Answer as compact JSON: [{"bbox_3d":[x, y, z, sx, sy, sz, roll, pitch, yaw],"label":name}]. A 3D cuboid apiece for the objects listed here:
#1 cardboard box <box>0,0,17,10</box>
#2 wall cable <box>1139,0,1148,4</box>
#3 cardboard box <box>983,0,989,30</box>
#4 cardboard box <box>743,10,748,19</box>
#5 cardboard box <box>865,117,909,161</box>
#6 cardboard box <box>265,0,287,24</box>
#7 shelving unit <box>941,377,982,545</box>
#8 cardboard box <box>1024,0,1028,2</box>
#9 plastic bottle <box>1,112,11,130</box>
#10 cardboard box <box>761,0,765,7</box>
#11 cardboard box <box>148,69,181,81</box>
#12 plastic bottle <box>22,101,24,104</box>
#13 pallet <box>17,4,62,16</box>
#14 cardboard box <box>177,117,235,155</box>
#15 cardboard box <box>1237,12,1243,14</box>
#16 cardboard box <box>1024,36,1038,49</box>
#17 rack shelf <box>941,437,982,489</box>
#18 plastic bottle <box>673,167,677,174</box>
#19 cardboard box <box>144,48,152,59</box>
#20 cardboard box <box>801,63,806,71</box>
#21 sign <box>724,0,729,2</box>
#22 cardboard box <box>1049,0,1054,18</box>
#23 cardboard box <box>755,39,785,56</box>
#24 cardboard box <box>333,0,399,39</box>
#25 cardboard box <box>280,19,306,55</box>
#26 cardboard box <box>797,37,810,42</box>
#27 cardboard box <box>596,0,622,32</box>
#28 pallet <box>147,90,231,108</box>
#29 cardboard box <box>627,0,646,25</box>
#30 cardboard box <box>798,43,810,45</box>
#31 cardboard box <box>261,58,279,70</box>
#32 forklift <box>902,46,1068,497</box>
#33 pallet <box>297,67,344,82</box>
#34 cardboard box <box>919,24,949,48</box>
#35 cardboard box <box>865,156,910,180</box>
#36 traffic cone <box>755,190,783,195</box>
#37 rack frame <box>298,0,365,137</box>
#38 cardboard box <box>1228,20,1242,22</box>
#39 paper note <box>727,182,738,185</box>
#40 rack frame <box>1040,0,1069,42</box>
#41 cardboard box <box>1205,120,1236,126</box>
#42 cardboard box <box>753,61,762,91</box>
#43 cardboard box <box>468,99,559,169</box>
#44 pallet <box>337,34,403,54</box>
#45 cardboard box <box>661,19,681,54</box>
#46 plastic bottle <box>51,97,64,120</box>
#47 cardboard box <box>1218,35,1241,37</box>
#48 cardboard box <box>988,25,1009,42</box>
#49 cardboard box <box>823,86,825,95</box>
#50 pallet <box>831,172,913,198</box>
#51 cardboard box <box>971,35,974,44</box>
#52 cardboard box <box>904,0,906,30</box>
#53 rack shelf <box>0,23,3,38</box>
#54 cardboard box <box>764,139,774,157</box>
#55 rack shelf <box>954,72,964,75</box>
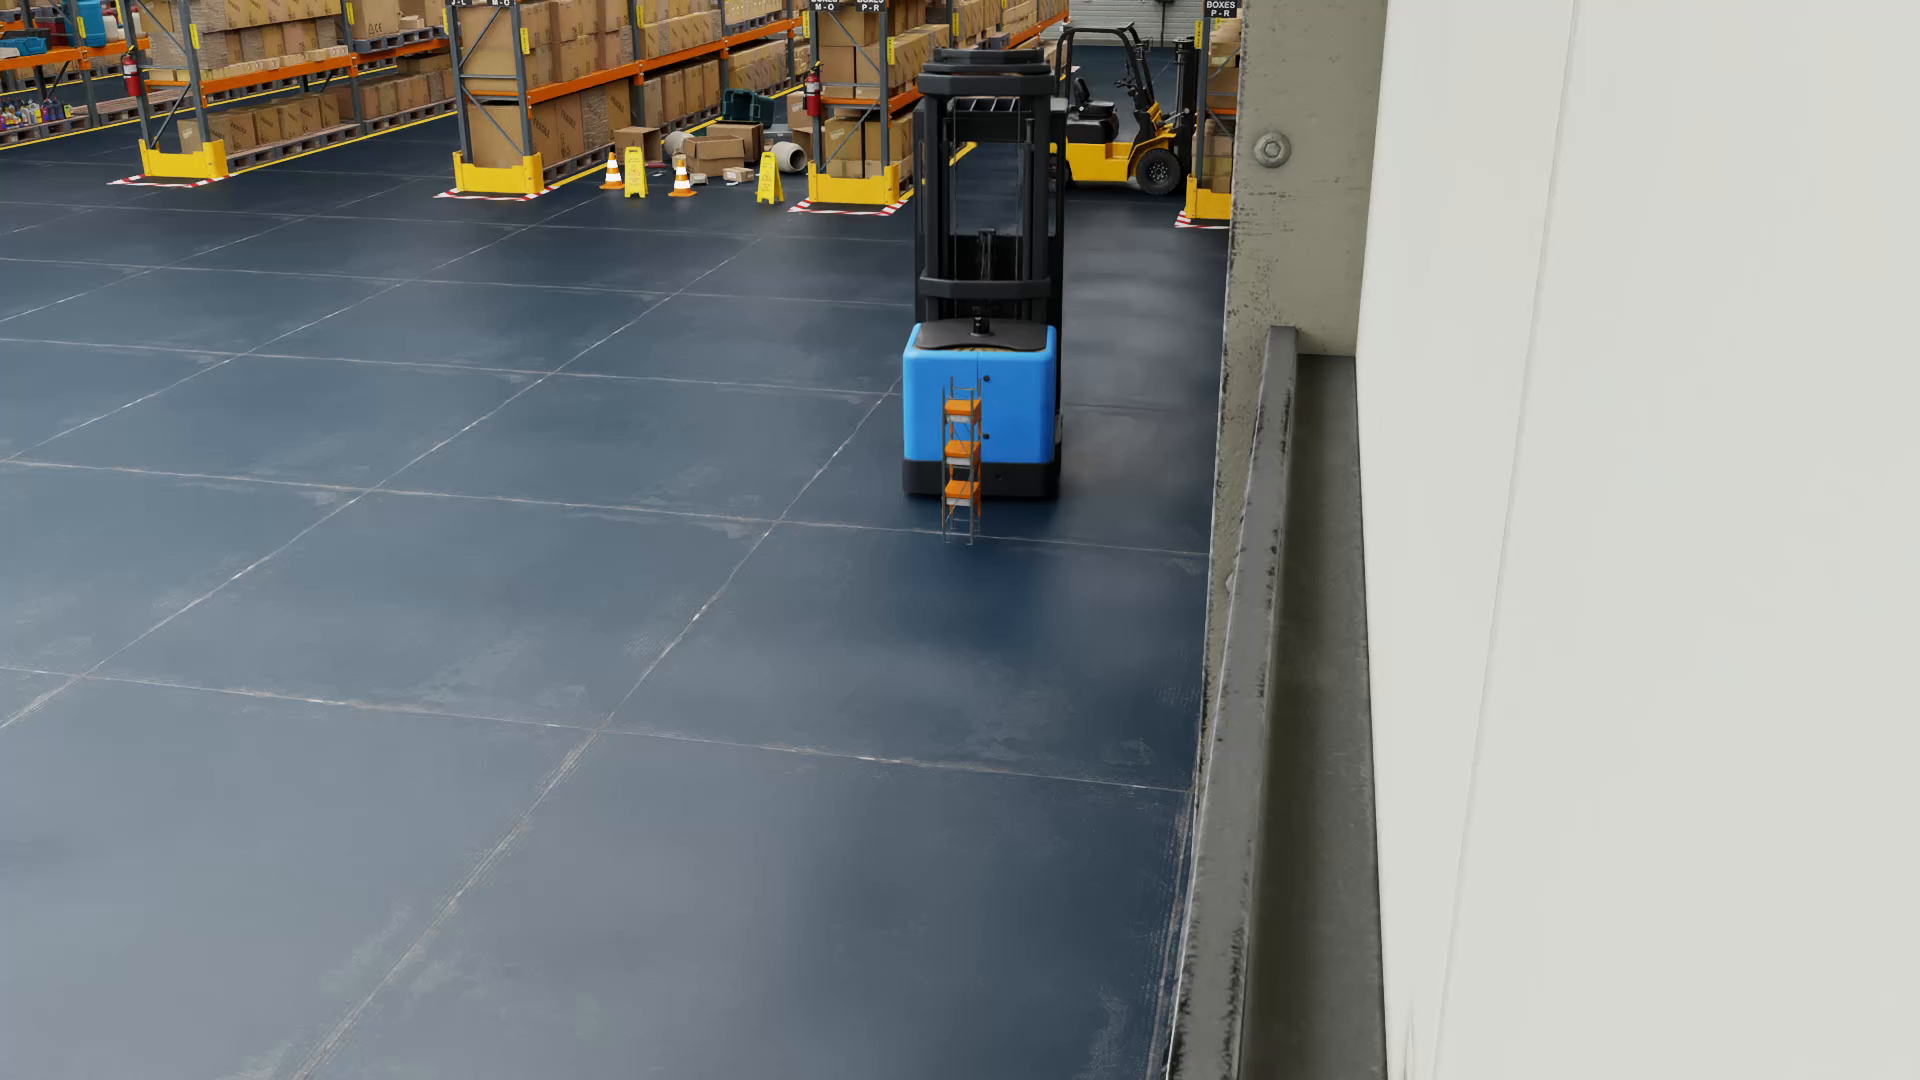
[{"bbox_3d":[-19.164,-10.766,32.889,0.700,0.500,0.500,-3,22,-7],"label":"cardboard box"},{"bbox_3d":[4.368,-14.131,40.580,0.588,1.984,0.122,4,22,11],"label":"wall cable"},{"bbox_3d":[0.199,-8.591,27.090,0.500,0.500,0.500,3,22,7],"label":"cardboard box"},{"bbox_3d":[-4.146,-9.734,30.797,0.380,0.149,0.250,5,23,13],"label":"cardboard box"},{"bbox_3d":[-0.976,-5.398,22.371,0.500,0.500,0.500,4,22,9],"label":"cardboard box"},{"bbox_3d":[-10.433,-7.981,24.799,0.500,0.500,0.500,4,22,11],"label":"cardboard box"},{"bbox_3d":[0.011,-0.507,10.721,0.215,1.050,0.252,4,22,11],"label":"shelving unit"},{"bbox_3d":[0.966,-10.191,30.684,0.500,0.500,0.500,5,23,13],"label":"cardboard box"},{"bbox_3d":[-15.221,-6.684,26.513,0.097,0.271,0.097,0,22,0],"label":"plastic bottle"},{"bbox_3d":[-3.934,-10.250,31.681,0.380,0.149,0.250,3,22,8],"label":"cardboard box"},{"bbox_3d":[-11.261,-6.607,23.594,0.380,0.149,0.250,4,22,11],"label":"cardboard box"},{"bbox_3d":[-15.683,-7.181,27.741,0.152,0.276,0.135,5,23,13],"label":"plastic bottle"},{"bbox_3d":[-18.790,-10.908,34.195,1.003,0.211,1.213,4,22,11],"label":"pallet"},{"bbox_3d":[-10.974,-5.866,24.202,0.500,0.500,0.500,9,24,21],"label":"cardboard box"},{"bbox_3d":[4.602,-8.360,26.608,0.380,0.149,0.250,5,22,12],"label":"cardboard box"},{"bbox_3d":[0.985,-9.213,32.011,0.875,0.875,0.875,5,23,13],"label":"cardboard box"},{"bbox_3d":[0.011,-0.497,10.725,0.215,0.259,0.240,4,22,11],"label":"rack shelf"},{"bbox_3d":[-4.086,-5.354,24.081,0.133,0.061,0.283,-3,22,-8],"label":"plastic bottle"},{"bbox_3d":[-18.068,-10.843,36.785,0.500,0.311,0.500,4,22,11],"label":"cardboard box"},{"bbox_3d":[-3.391,-9.750,34.317,0.380,0.149,0.250,4,22,11],"label":"cardboard box"},{"bbox_3d":[-4.106,-9.610,29.165,0.100,0.325,0.005,4,22,11],"label":"sign"},{"bbox_3d":[1.599,-10.800,33.535,0.500,0.500,0.500,5,22,11],"label":"cardboard box"},{"bbox_3d":[-3.738,-9.669,32.640,0.500,0.250,0.500,4,22,9],"label":"cardboard box"},{"bbox_3d":[-10.002,-8.819,27.386,1.000,1.000,1.000,5,22,11],"label":"cardboard box"},{"bbox_3d":[-10.593,-7.720,25.490,0.875,0.500,0.500,4,22,11],"label":"cardboard box"},{"bbox_3d":[-3.396,-10.913,36.407,0.380,0.149,0.250,5,22,12],"label":"cardboard box"},{"bbox_3d":[-5.573,-7.880,24.772,0.875,0.550,0.550,4,22,11],"label":"cardboard box"},{"bbox_3d":[-14.530,-8.333,31.277,1.003,0.211,1.213,4,22,11],"label":"pallet"},{"bbox_3d":[-5.371,-8.344,26.098,0.700,0.500,0.500,4,22,10],"label":"cardboard box"},{"bbox_3d":[-3.217,-10.405,35.147,0.380,0.149,0.250,5,22,11],"label":"cardboard box"},{"bbox_3d":[-10.425,-7.114,24.854,0.380,0.149,0.250,4,22,11],"label":"cardboard box"},{"bbox_3d":[0.228,-2.164,12.317,1.130,2.935,3.031,2,22,4],"label":"forklift"},{"bbox_3d":[-13.716,-9.797,34.912,1.003,0.211,1.213,4,22,11],"label":"pallet"},{"bbox_3d":[-0.447,-7.314,24.481,0.500,0.500,0.500,4,22,10],"label":"cardboard box"},{"bbox_3d":[-0.981,-5.041,22.489,0.500,0.250,0.500,4,22,10],"label":"cardboard box"},{"bbox_3d":[-2.591,-4.927,22.482,0.336,0.463,0.334,4,22,11],"label":"traffic cone"},{"bbox_3d":[-10.301,-8.066,26.882,1.000,3.000,0.127,4,22,11],"label":"rack frame"},{"bbox_3d":[3.957,-7.221,23.383,0.380,0.149,0.250,5,22,12],"label":"cardboard box"},{"bbox_3d":[-3.172,-4.968,23.164,0.148,0.019,0.142,-3,22,-8],"label":"paper note"},{"bbox_3d":[1.849,-11.700,35.903,1.000,3.000,0.127,4,22,11],"label":"rack frame"},{"bbox_3d":[3.424,-5.419,22.088,0.500,0.250,0.500,5,22,12],"label":"cardboard box"},{"bbox_3d":[-4.057,-8.761,31.390,0.500,0.500,0.500,4,22,10],"label":"cardboard box"},{"bbox_3d":[-6.209,-5.651,23.166,0.875,0.875,0.875,5,22,11],"label":"cardboard box"},{"bbox_3d":[-10.003,-8.246,27.584,1.003,0.211,1.213,4,22,11],"label":"pallet"},{"bbox_3d":[-4.889,-8.237,27.172,0.500,0.500,0.500,4,22,11],"label":"cardboard box"},{"bbox_3d":[-14.999,-7.162,27.593,0.144,0.351,0.185,4,22,9],"label":"plastic bottle"},{"bbox_3d":[3.481,-6.379,21.292,0.380,0.149,0.250,5,22,11],"label":"cardboard box"},{"bbox_3d":[0.563,-8.864,29.063,0.500,0.250,0.500,4,22,10],"label":"cardboard box"},{"bbox_3d":[-1.606,-5.986,22.052,0.380,0.149,0.250,4,22,10],"label":"cardboard box"},{"bbox_3d":[-1.200,-4.877,22.695,1.003,0.211,1.213,4,22,11],"label":"pallet"},{"bbox_3d":[0.011,-7.949,26.364,0.380,0.149,0.250,5,22,11],"label":"cardboard box"},{"bbox_3d":[-1.156,-7.448,23.476,0.700,0.500,0.500,4,22,10],"label":"cardboard box"},{"bbox_3d":[-19.590,-9.221,30.711,1.077,0.370,4.000,4,22,11],"label":"rack shelf"},{"bbox_3d":[-2.867,-5.908,25.183,0.258,0.266,0.396,-11,25,-26],"label":"cardboard box"},{"bbox_3d":[-0.192,-7.709,26.957,1.077,0.370,4.000,4,22,11],"label":"rack shelf"}]
